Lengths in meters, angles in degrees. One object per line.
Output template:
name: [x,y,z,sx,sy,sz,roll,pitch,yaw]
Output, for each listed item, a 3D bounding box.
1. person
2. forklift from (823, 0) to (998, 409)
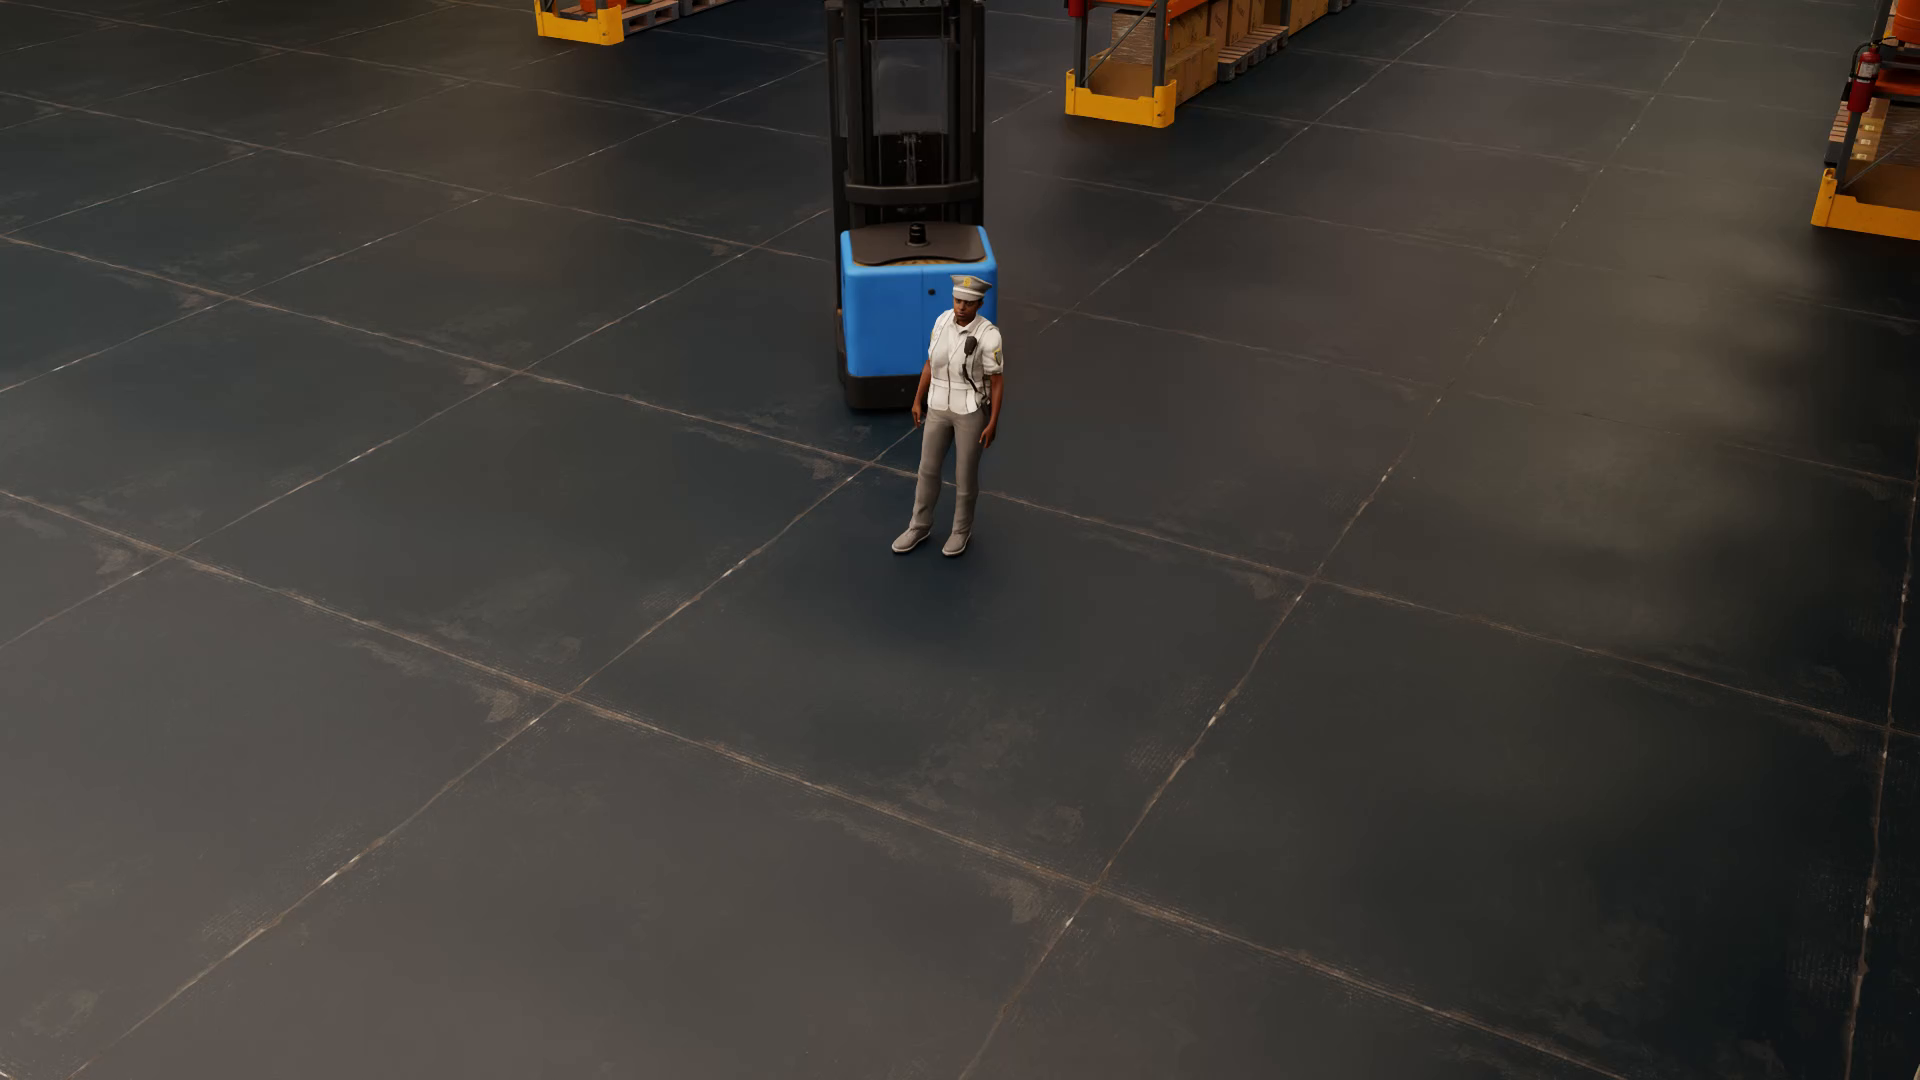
person: [-0.054,-0.712,9.527,0.569,1.695,0.528,15,33,25]
forklift: [-0.399,-2.880,12.062,1.130,2.935,3.031,-3,30,-5]
